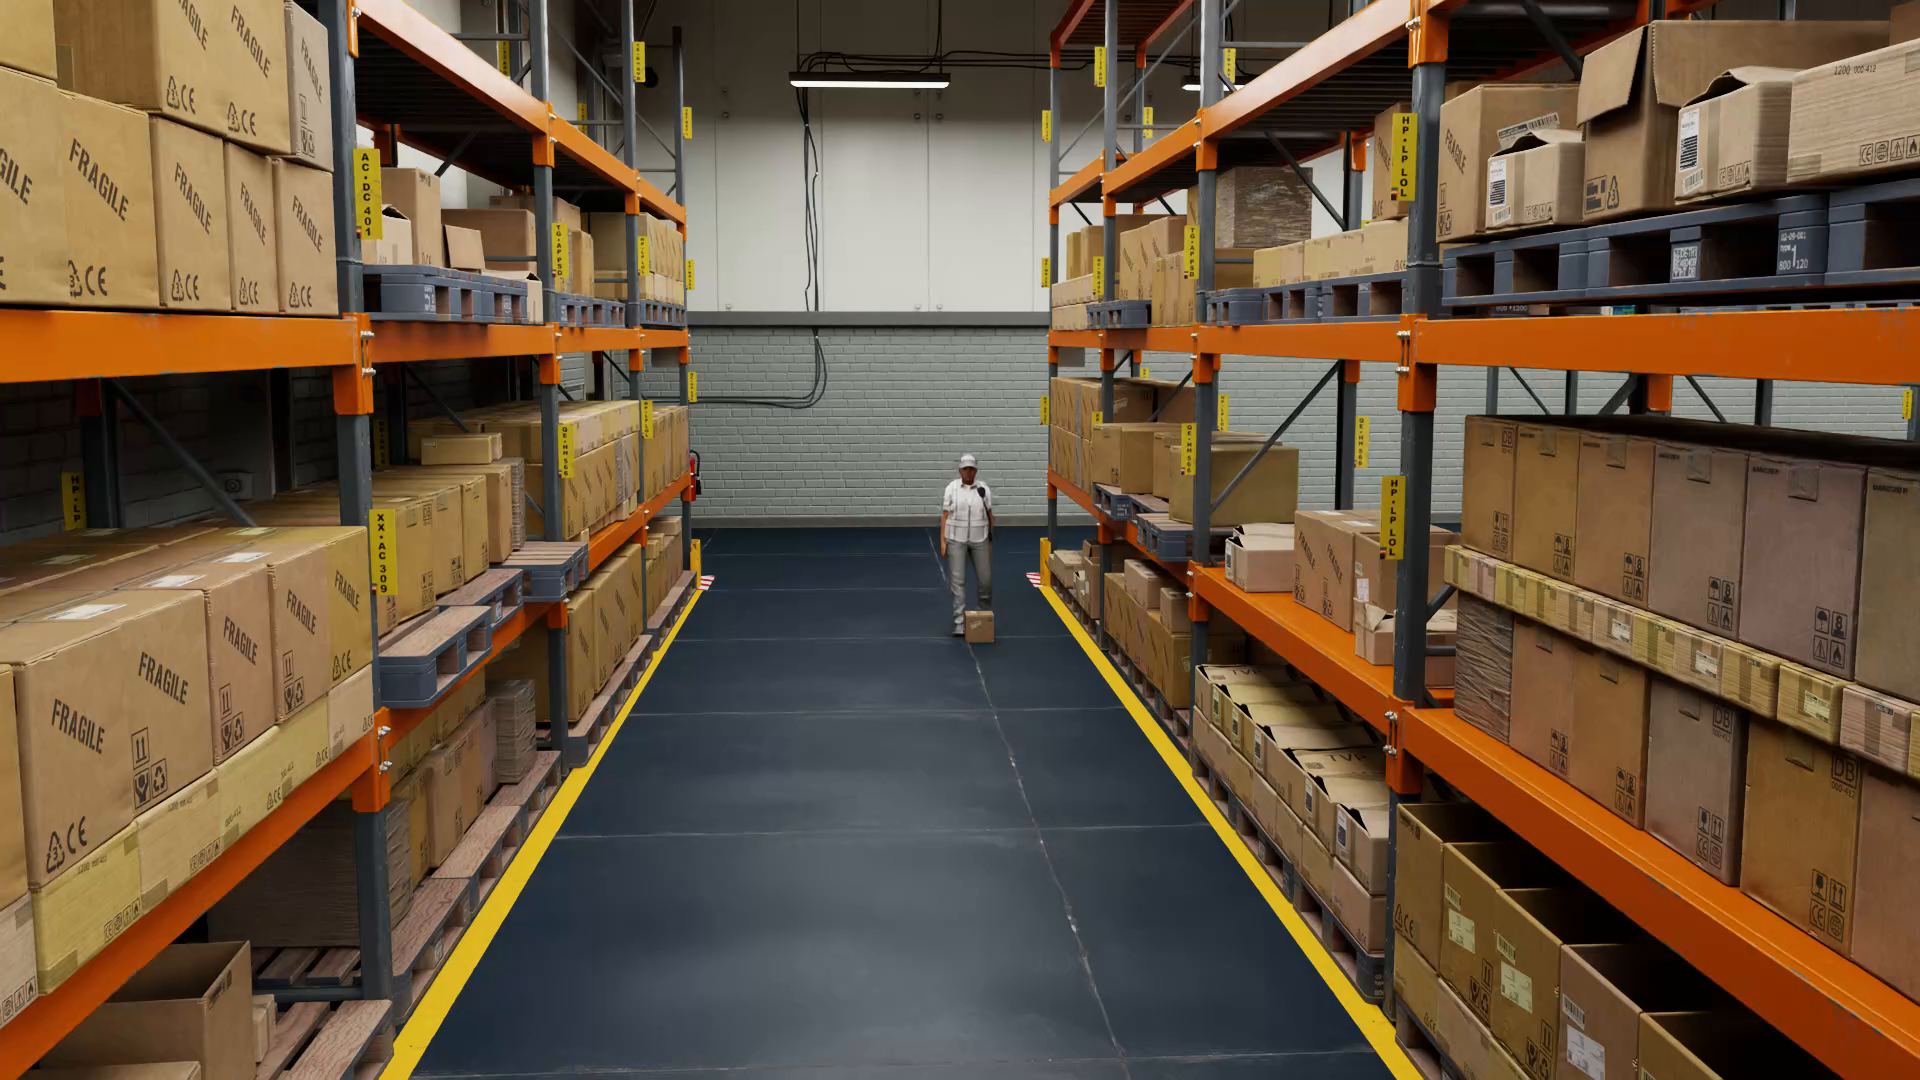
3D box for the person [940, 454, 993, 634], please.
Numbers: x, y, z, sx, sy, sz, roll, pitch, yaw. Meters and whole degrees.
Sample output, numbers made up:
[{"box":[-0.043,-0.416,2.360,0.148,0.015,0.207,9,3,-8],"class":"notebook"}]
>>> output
[{"box":[0.068,0.037,15.451,0.505,1.674,0.578,0,7,-4],"class":"person"}]
